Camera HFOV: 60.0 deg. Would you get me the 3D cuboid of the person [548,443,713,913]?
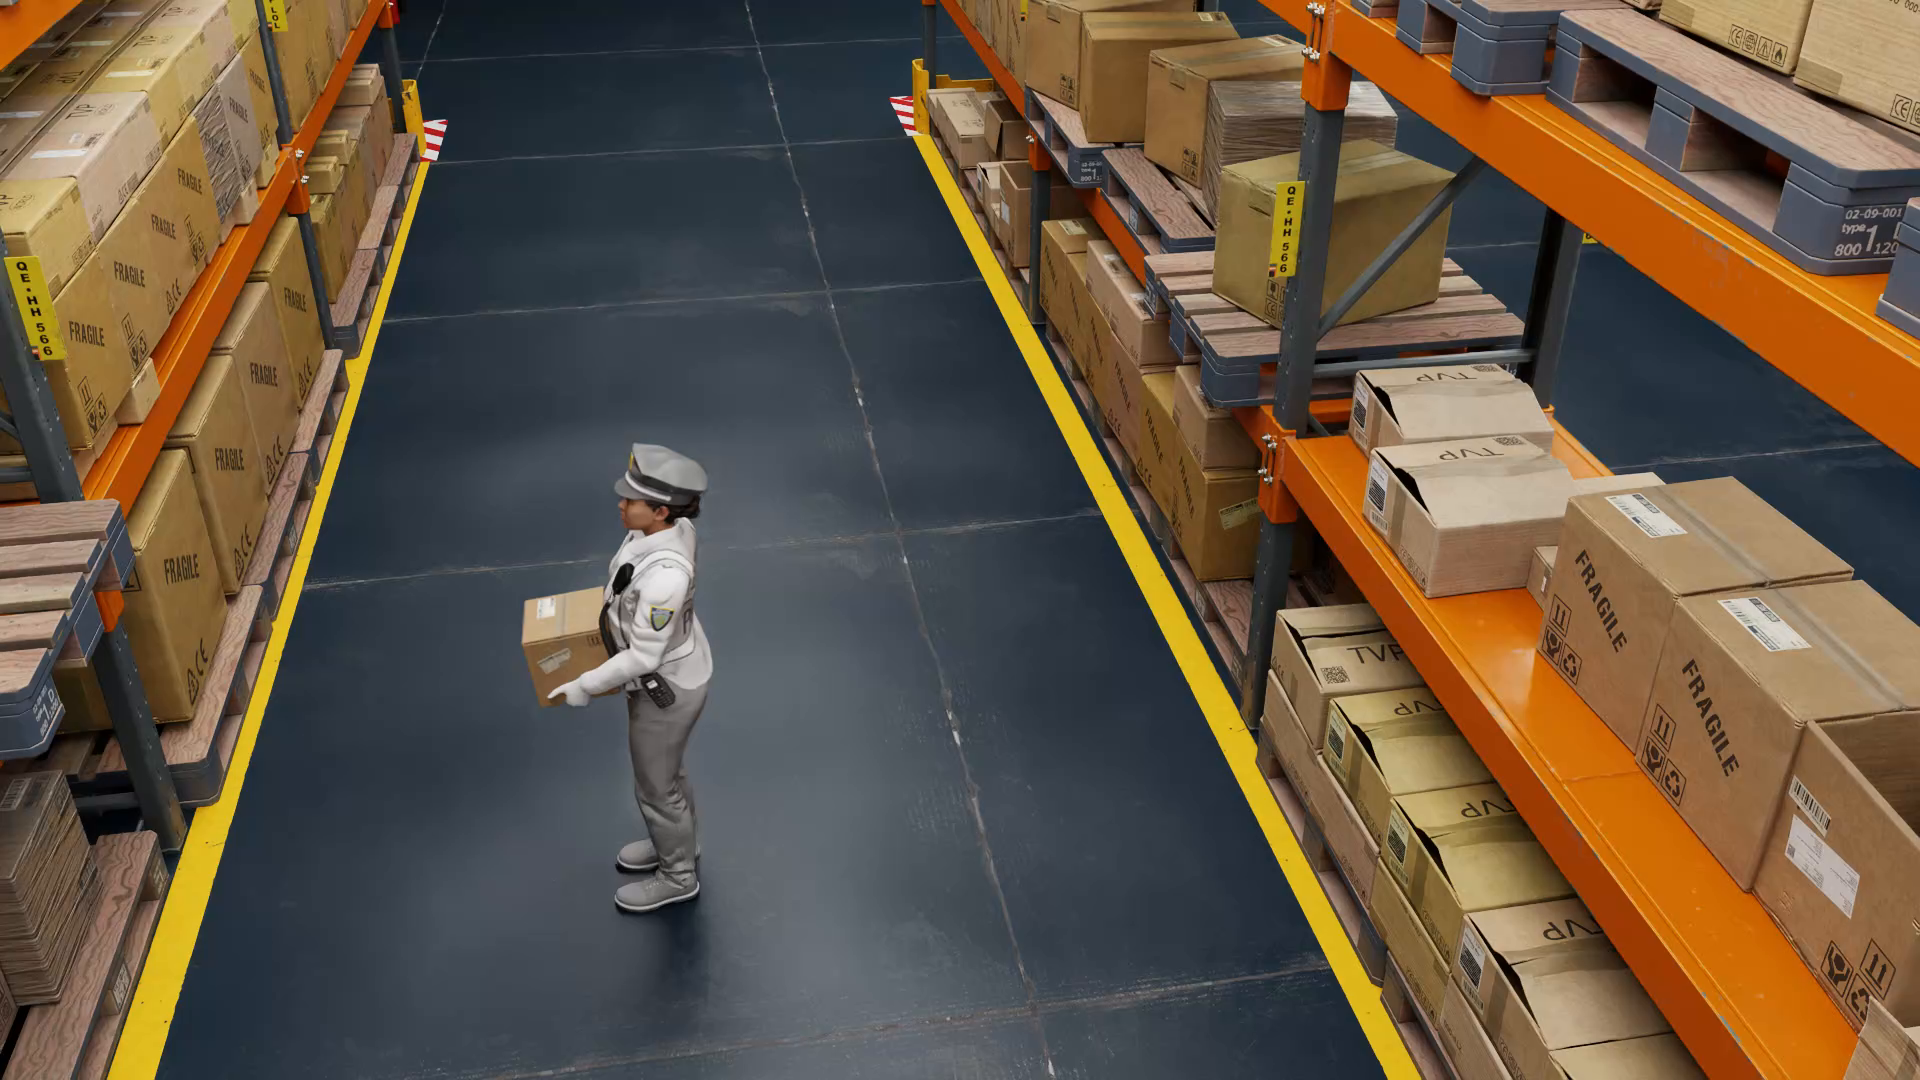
[{"bbox_3d":[-1.030,0.455,5.342,0.550,1.690,0.463,-5,31,-9],"label":"person"}]
